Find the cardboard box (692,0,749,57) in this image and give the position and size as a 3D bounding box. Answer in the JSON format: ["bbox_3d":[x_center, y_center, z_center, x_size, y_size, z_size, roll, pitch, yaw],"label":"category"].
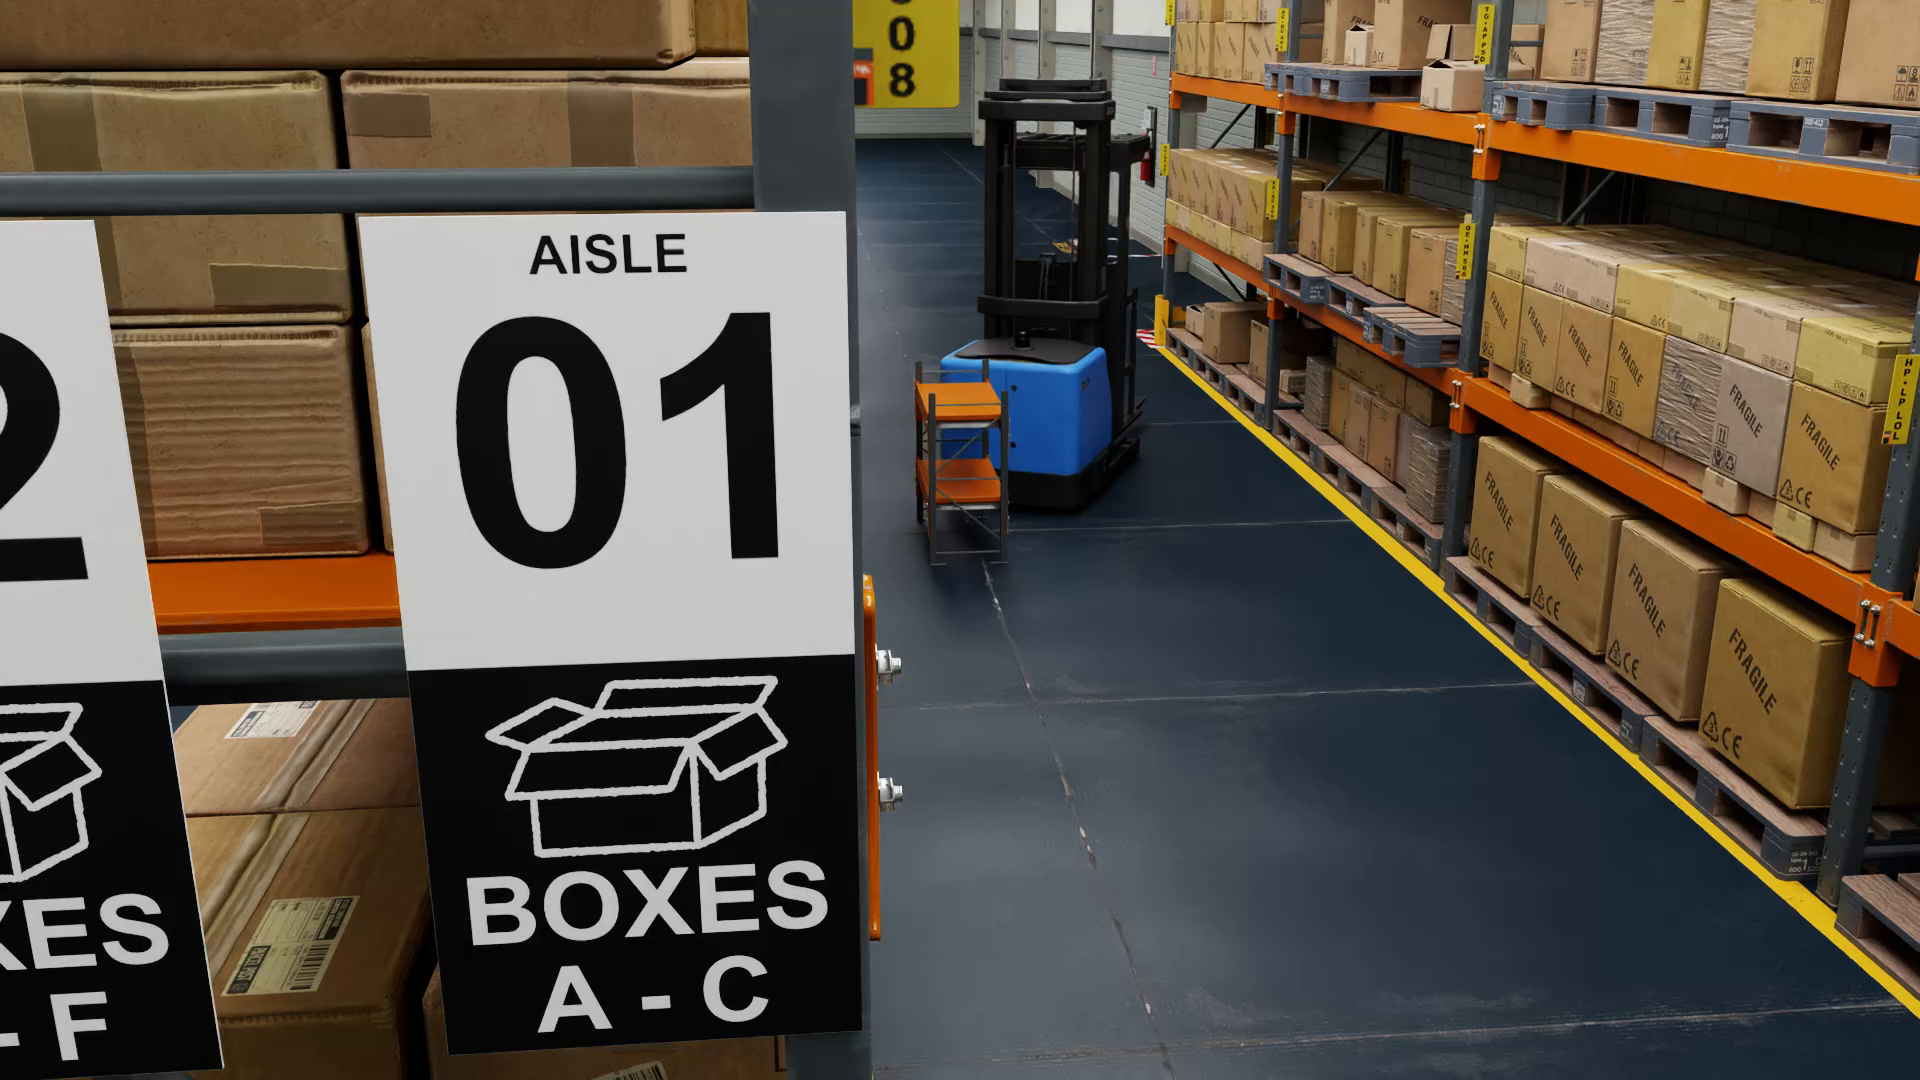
[{"bbox_3d":[-0.627,-0.923,2.265,0.700,0.500,0.500,-2,18,-6],"label":"cardboard box"}]

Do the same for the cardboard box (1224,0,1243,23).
[{"bbox_3d":[2.646,-4.817,14.634,0.500,0.500,0.500,-2,18,-8],"label":"cardboard box"}]

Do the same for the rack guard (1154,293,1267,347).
[{"bbox_3d":[2.694,-2.369,17.887,1.175,0.500,0.348,-2,18,-6],"label":"rack guard"}]

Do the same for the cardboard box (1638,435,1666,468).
[{"bbox_3d":[3.504,-0.450,7.988,0.380,0.149,0.250,-1,17,-4],"label":"cardboard box"}]

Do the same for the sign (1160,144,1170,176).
[{"bbox_3d":[2.147,-3.980,17.402,0.100,0.325,0.005,-2,18,-6],"label":"sign"}]

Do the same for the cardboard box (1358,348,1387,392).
[{"bbox_3d":[3.298,-1.262,12.377,0.500,0.250,0.500,-2,18,-7],"label":"cardboard box"}]

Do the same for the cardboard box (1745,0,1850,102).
[{"bbox_3d":[3.821,-2.127,7.035,0.700,0.500,0.500,-2,18,-7],"label":"cardboard box"}]

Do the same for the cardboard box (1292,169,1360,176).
[{"bbox_3d":[3.208,-2.989,14.654,0.500,0.500,0.500,-2,18,-6],"label":"cardboard box"}]

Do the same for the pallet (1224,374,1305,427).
[{"bbox_3d":[2.994,-1.261,14.841,1.003,0.211,1.213,-2,18,-6],"label":"pallet"}]

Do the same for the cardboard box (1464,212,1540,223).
[{"bbox_3d":[3.398,-1.965,10.443,0.380,0.149,0.250,-5,18,-15],"label":"cardboard box"}]

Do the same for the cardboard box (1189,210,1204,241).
[{"bbox_3d":[2.535,-3.060,16.135,0.500,0.250,0.500,-2,18,-7],"label":"cardboard box"}]

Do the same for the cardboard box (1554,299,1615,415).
[{"bbox_3d":[3.402,-0.943,8.475,0.500,0.500,0.500,-2,18,-6],"label":"cardboard box"}]

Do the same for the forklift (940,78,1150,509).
[{"bbox_3d":[0.798,-2.020,12.718,1.130,2.935,3.031,6,18,18],"label":"forklift"}]

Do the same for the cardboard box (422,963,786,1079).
[{"bbox_3d":[-0.374,0.672,2.192,0.500,0.500,0.500,-1,17,-4],"label":"cardboard box"}]

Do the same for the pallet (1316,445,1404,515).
[{"bbox_3d":[3.310,-0.466,12.308,1.003,0.211,1.213,-2,18,-6],"label":"pallet"}]

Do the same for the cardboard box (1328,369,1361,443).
[{"bbox_3d":[3.295,-1.038,12.915,0.700,0.500,0.500,-2,18,-7],"label":"cardboard box"}]

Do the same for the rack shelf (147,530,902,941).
[{"bbox_3d":[-0.797,-0.347,3.466,1.077,0.370,4.000,-2,18,-6],"label":"rack shelf"}]

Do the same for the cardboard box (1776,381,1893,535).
[{"bbox_3d":[3.626,-0.338,6.548,0.500,0.500,0.500,-2,18,-7],"label":"cardboard box"}]

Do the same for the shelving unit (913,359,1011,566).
[{"bbox_3d":[0.001,-0.535,11.002,0.538,1.125,1.048,-2,18,-6],"label":"shelving unit"}]

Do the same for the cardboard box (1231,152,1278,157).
[{"bbox_3d":[2.988,-3.596,16.587,0.500,0.500,0.500,-2,17,-5],"label":"cardboard box"}]

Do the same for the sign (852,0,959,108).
[{"bbox_3d":[-0.051,-0.528,1.383,0.100,0.325,0.005,-2,18,-6],"label":"sign"}]

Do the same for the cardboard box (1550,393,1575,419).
[{"bbox_3d":[3.424,-0.757,8.965,0.380,0.149,0.250,-2,18,-6],"label":"cardboard box"}]

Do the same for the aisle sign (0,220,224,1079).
[{"bbox_3d":[-0.888,0.127,1.426,0.394,0.787,0.004,-2,18,-6],"label":"aisle sign"}]

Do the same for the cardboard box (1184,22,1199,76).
[{"bbox_3d":[2.492,-4.804,16.263,0.500,0.500,0.500,-1,17,-2],"label":"cardboard box"}]

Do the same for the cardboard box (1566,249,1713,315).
[{"bbox_3d":[3.413,-1.305,8.378,0.500,0.250,0.500,-2,18,-5],"label":"cardboard box"}]

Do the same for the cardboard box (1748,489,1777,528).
[{"bbox_3d":[3.576,-0.143,7.012,0.380,0.149,0.250,-1,17,-4],"label":"cardboard box"}]

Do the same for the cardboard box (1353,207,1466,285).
[{"bbox_3d":[3.267,-2.135,12.069,0.700,0.500,0.500,1,17,2],"label":"cardboard box"}]

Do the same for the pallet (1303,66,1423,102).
[{"bbox_3d":[3.167,-3.238,11.788,1.213,0.211,1.003,-2,18,-6],"label":"pallet"}]

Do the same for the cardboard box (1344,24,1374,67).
[{"bbox_3d":[3.139,-3.632,12.179,0.500,0.311,0.500,-1,17,-4],"label":"cardboard box"}]

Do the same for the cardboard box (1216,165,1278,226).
[{"bbox_3d":[2.644,-3.118,15.066,0.500,0.500,0.500,-2,18,-7],"label":"cardboard box"}]

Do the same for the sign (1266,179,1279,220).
[{"bbox_3d":[2.560,-2.786,13.599,0.100,0.325,0.005,-2,18,-6],"label":"sign"}]

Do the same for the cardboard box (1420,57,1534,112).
[{"bbox_3d":[3.169,-2.805,10.211,0.500,0.311,0.500,-2,18,-6],"label":"cardboard box"}]

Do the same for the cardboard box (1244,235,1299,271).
[{"bbox_3d":[2.748,-2.462,14.228,0.500,0.250,0.500,-2,18,-6],"label":"cardboard box"}]

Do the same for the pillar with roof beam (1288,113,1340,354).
[{"bbox_3d":[-0.663,-6.131,15.684,9.100,9.000,0.400,-2,18,-6],"label":"pillar with roof beam"}]

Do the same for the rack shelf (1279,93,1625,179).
[{"bbox_3d":[3.305,-2.884,11.549,1.077,0.370,4.000,-2,18,-6],"label":"rack shelf"}]

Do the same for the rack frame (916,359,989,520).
[{"bbox_3d":[-0.052,-0.686,11.485,0.500,1.125,0.032,-2,18,-6],"label":"rack frame"}]

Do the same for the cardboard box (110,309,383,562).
[{"bbox_3d":[-0.906,-0.167,1.945,0.500,0.250,0.500,-2,18,-6],"label":"cardboard box"}]

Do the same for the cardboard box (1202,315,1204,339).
[{"bbox_3d":[2.727,-2.132,16.715,0.500,0.311,0.500,0,17,-1],"label":"cardboard box"}]

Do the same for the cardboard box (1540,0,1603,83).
[{"bbox_3d":[3.618,-2.749,9.017,0.700,0.500,0.500,-3,18,-10],"label":"cardboard box"}]

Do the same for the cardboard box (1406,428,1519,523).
[{"bbox_3d":[3.385,-0.431,10.980,0.700,0.500,0.500,-2,17,-5],"label":"cardboard box"}]

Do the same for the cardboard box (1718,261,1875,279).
[{"bbox_3d":[3.969,-1.171,7.951,0.500,0.250,0.500,-2,18,-7],"label":"cardboard box"}]

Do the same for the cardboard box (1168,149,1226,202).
[{"bbox_3d":[2.437,-3.728,17.009,0.500,0.500,0.500,-2,18,-6],"label":"cardboard box"}]

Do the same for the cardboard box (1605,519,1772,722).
[{"bbox_3d":[3.633,0.362,7.903,0.750,0.750,0.750,-1,17,-4],"label":"cardboard box"}]

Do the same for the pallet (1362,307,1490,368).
[{"bbox_3d":[3.332,-1.318,10.688,1.213,0.211,1.003,-2,18,-6],"label":"pallet"}]

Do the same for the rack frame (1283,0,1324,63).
[{"bbox_3d":[3.099,-5.254,12.890,1.000,3.000,0.127,-2,18,-6],"label":"rack frame"}]

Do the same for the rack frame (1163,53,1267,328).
[{"bbox_3d":[2.686,-3.584,17.585,1.000,3.000,0.127,-2,18,-6],"label":"rack frame"}]

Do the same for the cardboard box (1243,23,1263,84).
[{"bbox_3d":[2.761,-4.174,14.258,0.500,0.500,0.500,-3,18,-10],"label":"cardboard box"}]

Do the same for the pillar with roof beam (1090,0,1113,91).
[{"bbox_3d":[-1.901,-9.707,27.072,9.100,9.000,0.400,-2,18,-6],"label":"pillar with roof beam"}]
